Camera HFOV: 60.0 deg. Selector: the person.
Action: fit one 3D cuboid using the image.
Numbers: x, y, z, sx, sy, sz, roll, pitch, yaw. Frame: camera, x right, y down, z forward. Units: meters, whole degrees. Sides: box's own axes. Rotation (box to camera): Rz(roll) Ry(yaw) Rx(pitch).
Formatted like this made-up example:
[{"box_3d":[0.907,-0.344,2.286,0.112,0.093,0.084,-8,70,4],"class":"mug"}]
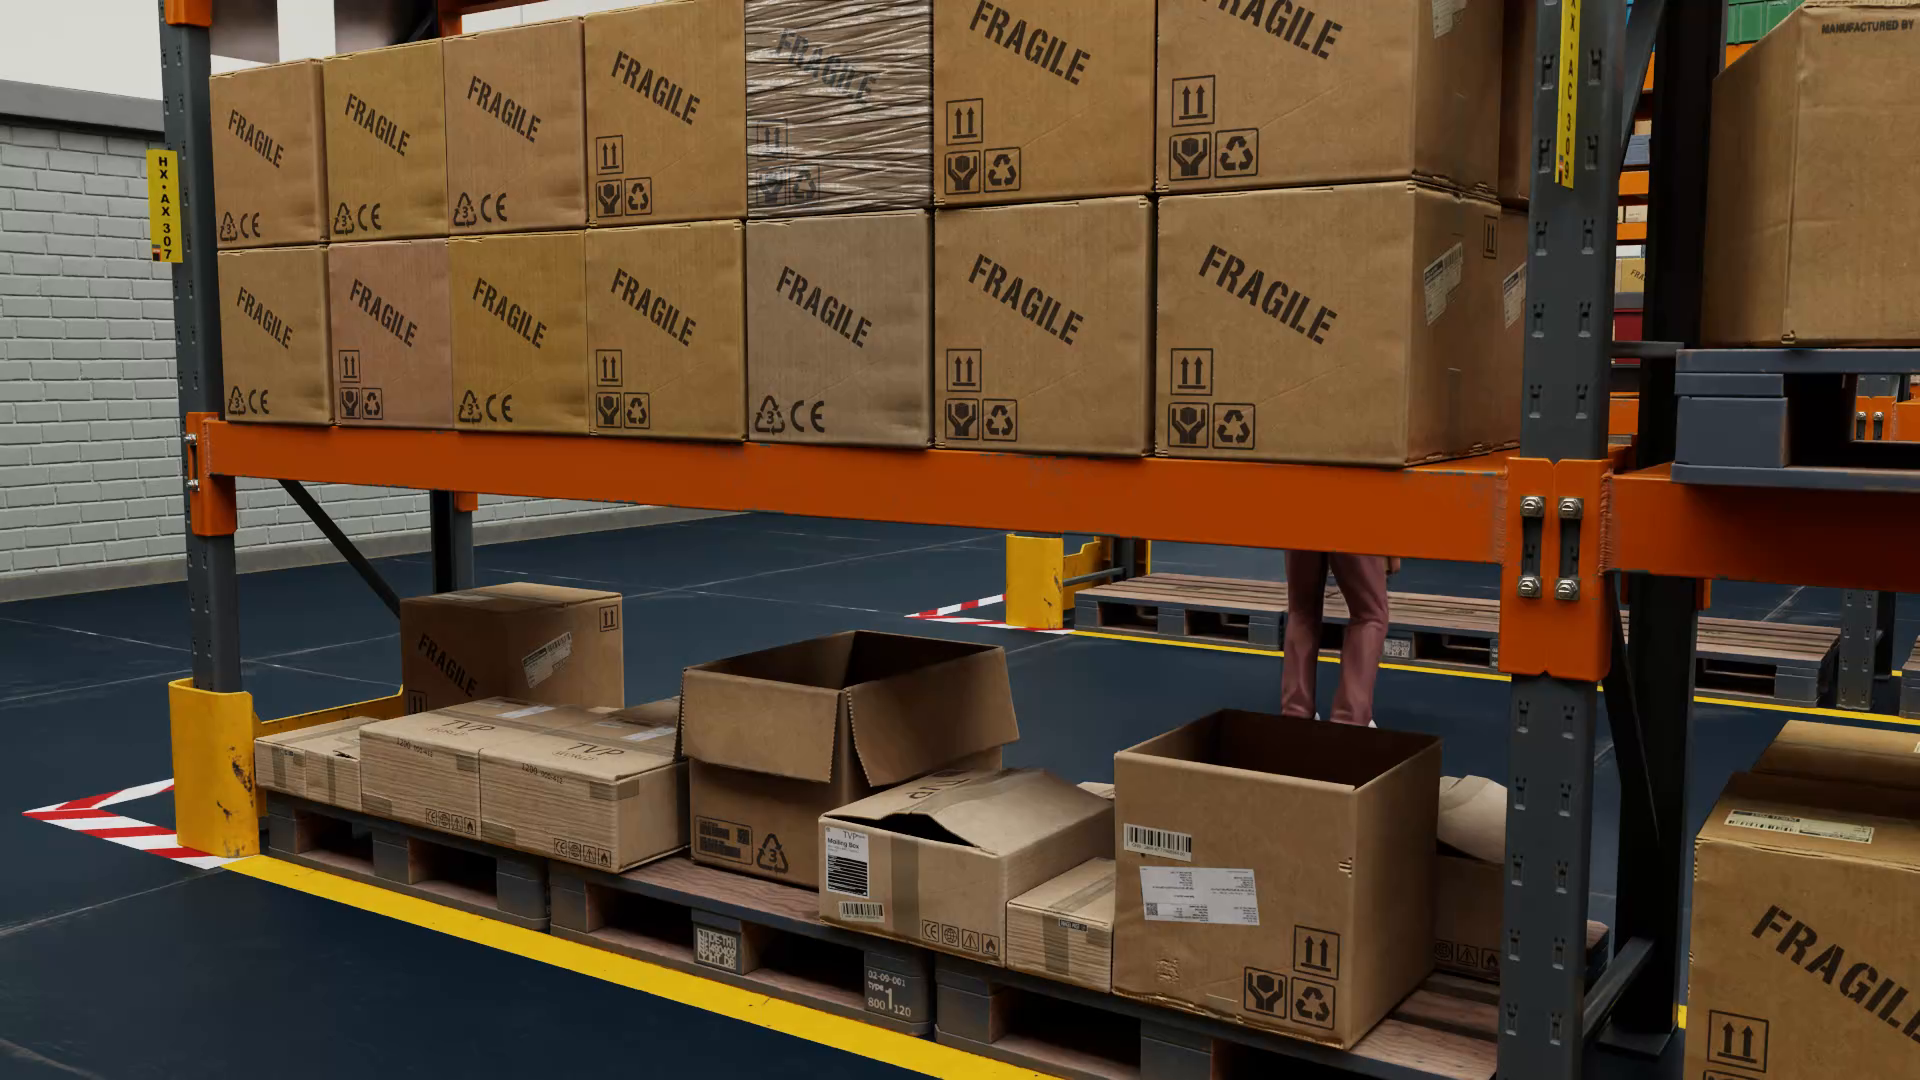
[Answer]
[{"box_3d":[1.534,0.024,6.617,0.411,1.489,0.685,4,8,32],"class":"person"}]
